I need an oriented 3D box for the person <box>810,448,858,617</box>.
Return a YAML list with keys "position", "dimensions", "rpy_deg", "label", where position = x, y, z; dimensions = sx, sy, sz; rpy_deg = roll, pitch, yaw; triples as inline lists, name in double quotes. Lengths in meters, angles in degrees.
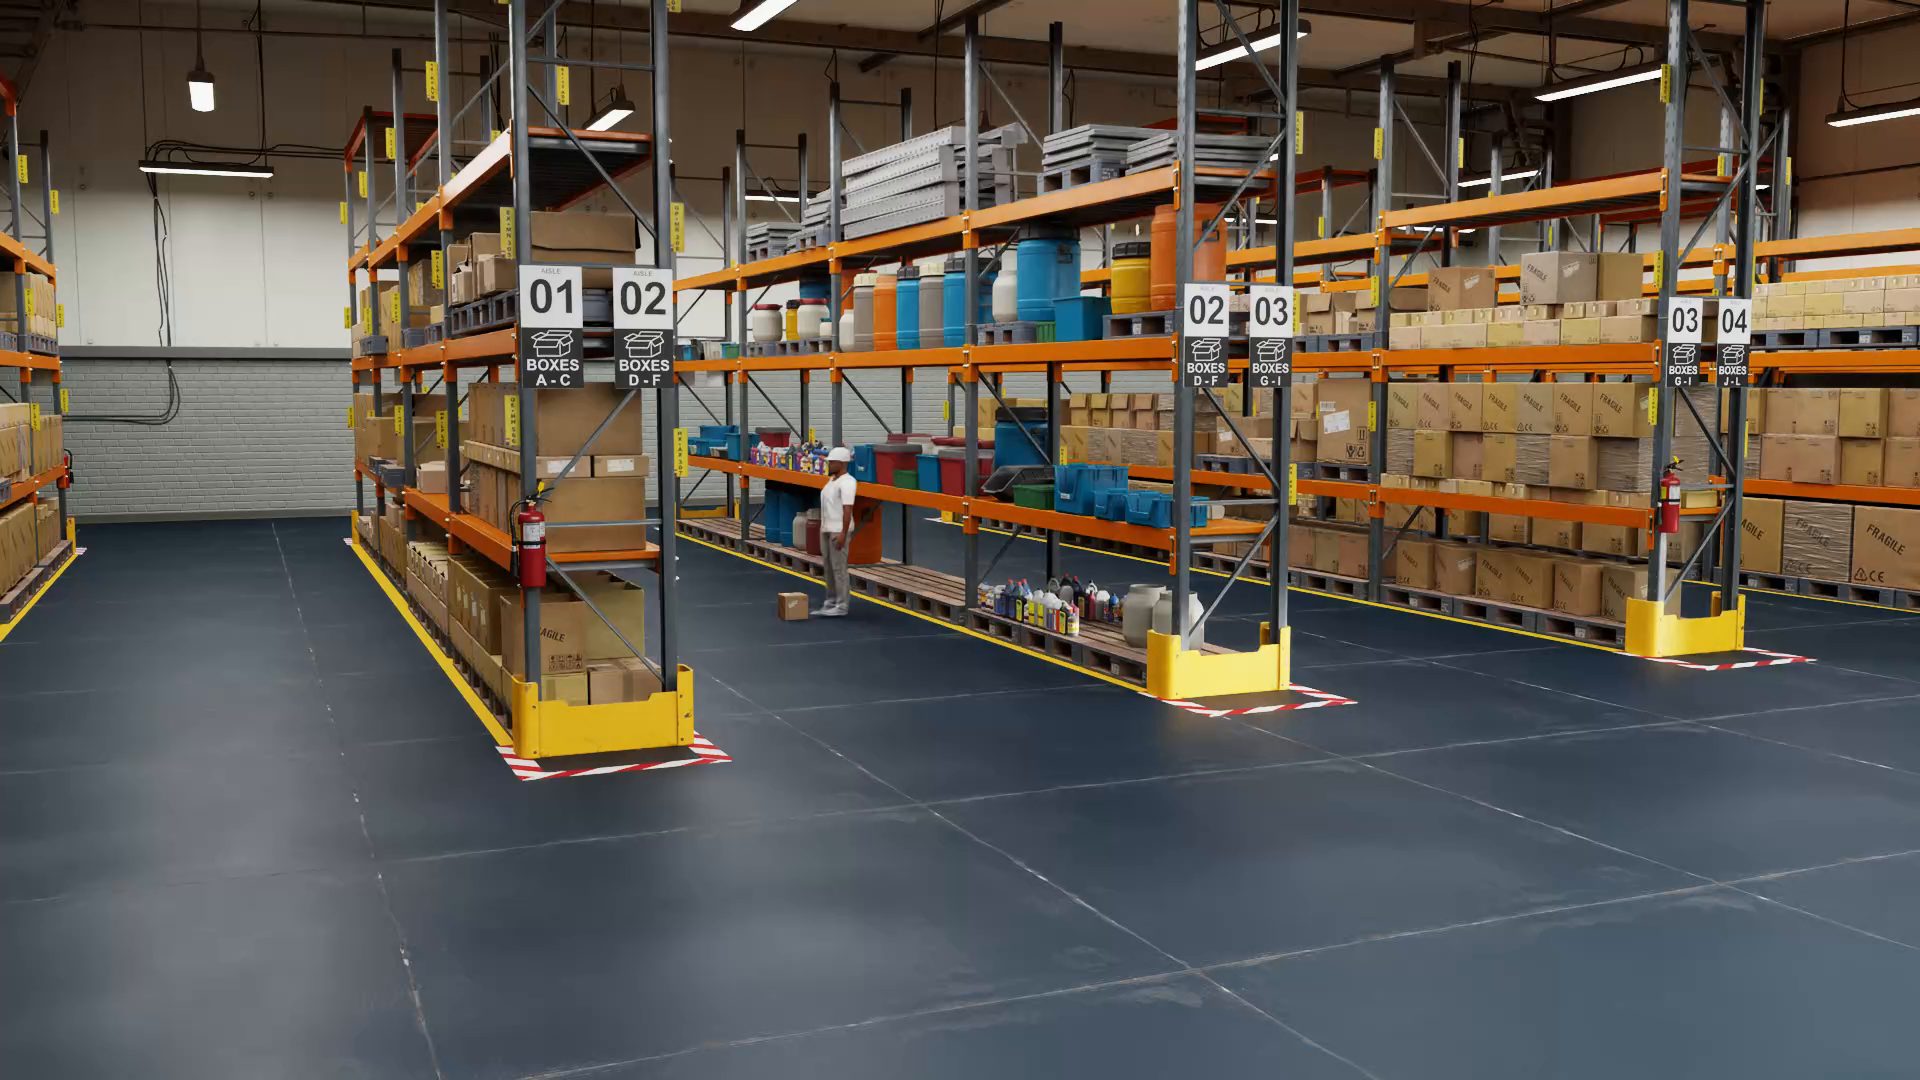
- position: [-1.321, -0.071, 17.479]
  dimensions: [0.426, 1.795, 0.577]
  rpy_deg: [-2, 6, -23]
  label: "person"
